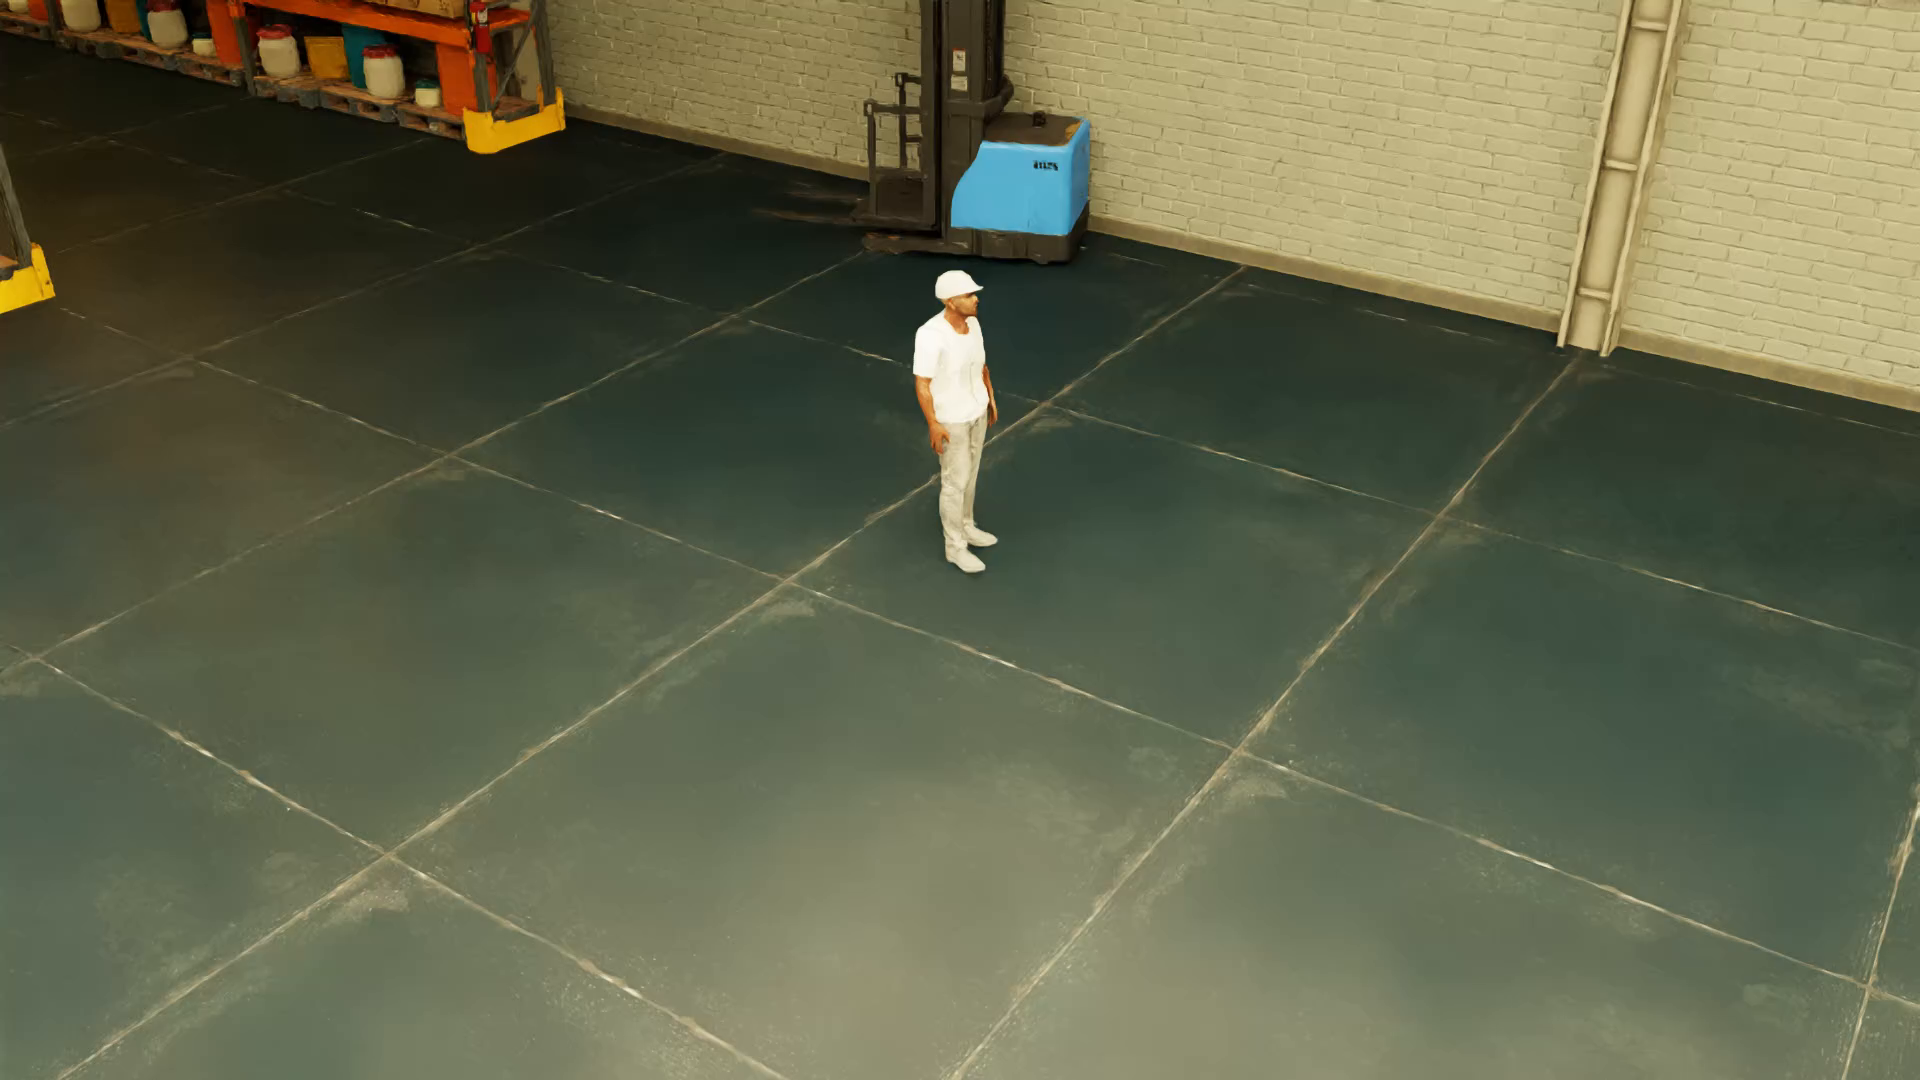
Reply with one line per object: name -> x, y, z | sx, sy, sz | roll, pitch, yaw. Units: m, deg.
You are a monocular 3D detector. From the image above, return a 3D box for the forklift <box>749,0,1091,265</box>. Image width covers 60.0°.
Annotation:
forklift -> -0.392, -4.072, 14.594 | 3.031, 2.935, 1.130 | 7, 31, 12

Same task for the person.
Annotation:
person -> 0.055, -0.748, 10.015 | 0.576, 1.766, 0.665 | 19, 35, 29
